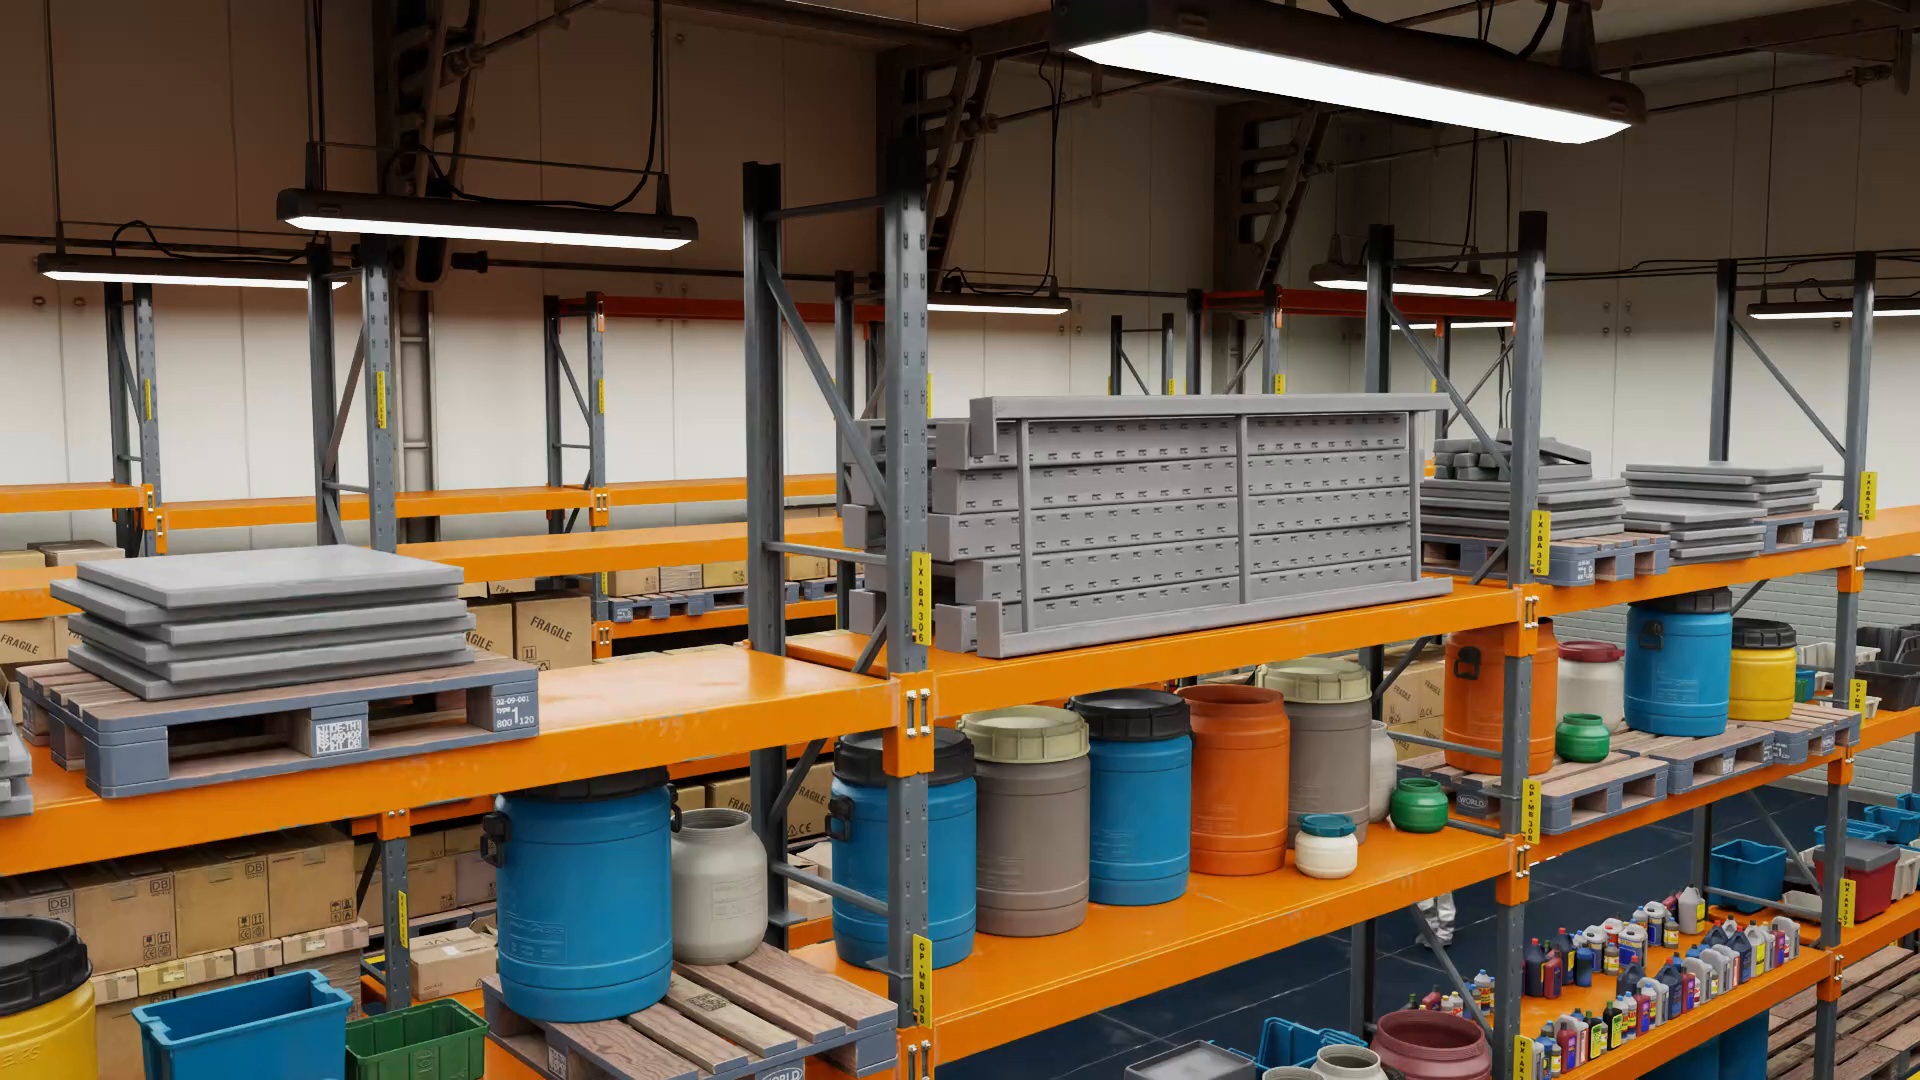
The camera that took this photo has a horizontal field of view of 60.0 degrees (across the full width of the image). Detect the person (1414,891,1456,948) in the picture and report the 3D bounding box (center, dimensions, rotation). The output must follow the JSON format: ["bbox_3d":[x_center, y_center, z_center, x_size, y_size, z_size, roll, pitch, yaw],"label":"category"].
[{"bbox_3d":[4.282,2.848,15.174,0.639,1.848,0.625,-1,6,-12],"label":"person"}]
